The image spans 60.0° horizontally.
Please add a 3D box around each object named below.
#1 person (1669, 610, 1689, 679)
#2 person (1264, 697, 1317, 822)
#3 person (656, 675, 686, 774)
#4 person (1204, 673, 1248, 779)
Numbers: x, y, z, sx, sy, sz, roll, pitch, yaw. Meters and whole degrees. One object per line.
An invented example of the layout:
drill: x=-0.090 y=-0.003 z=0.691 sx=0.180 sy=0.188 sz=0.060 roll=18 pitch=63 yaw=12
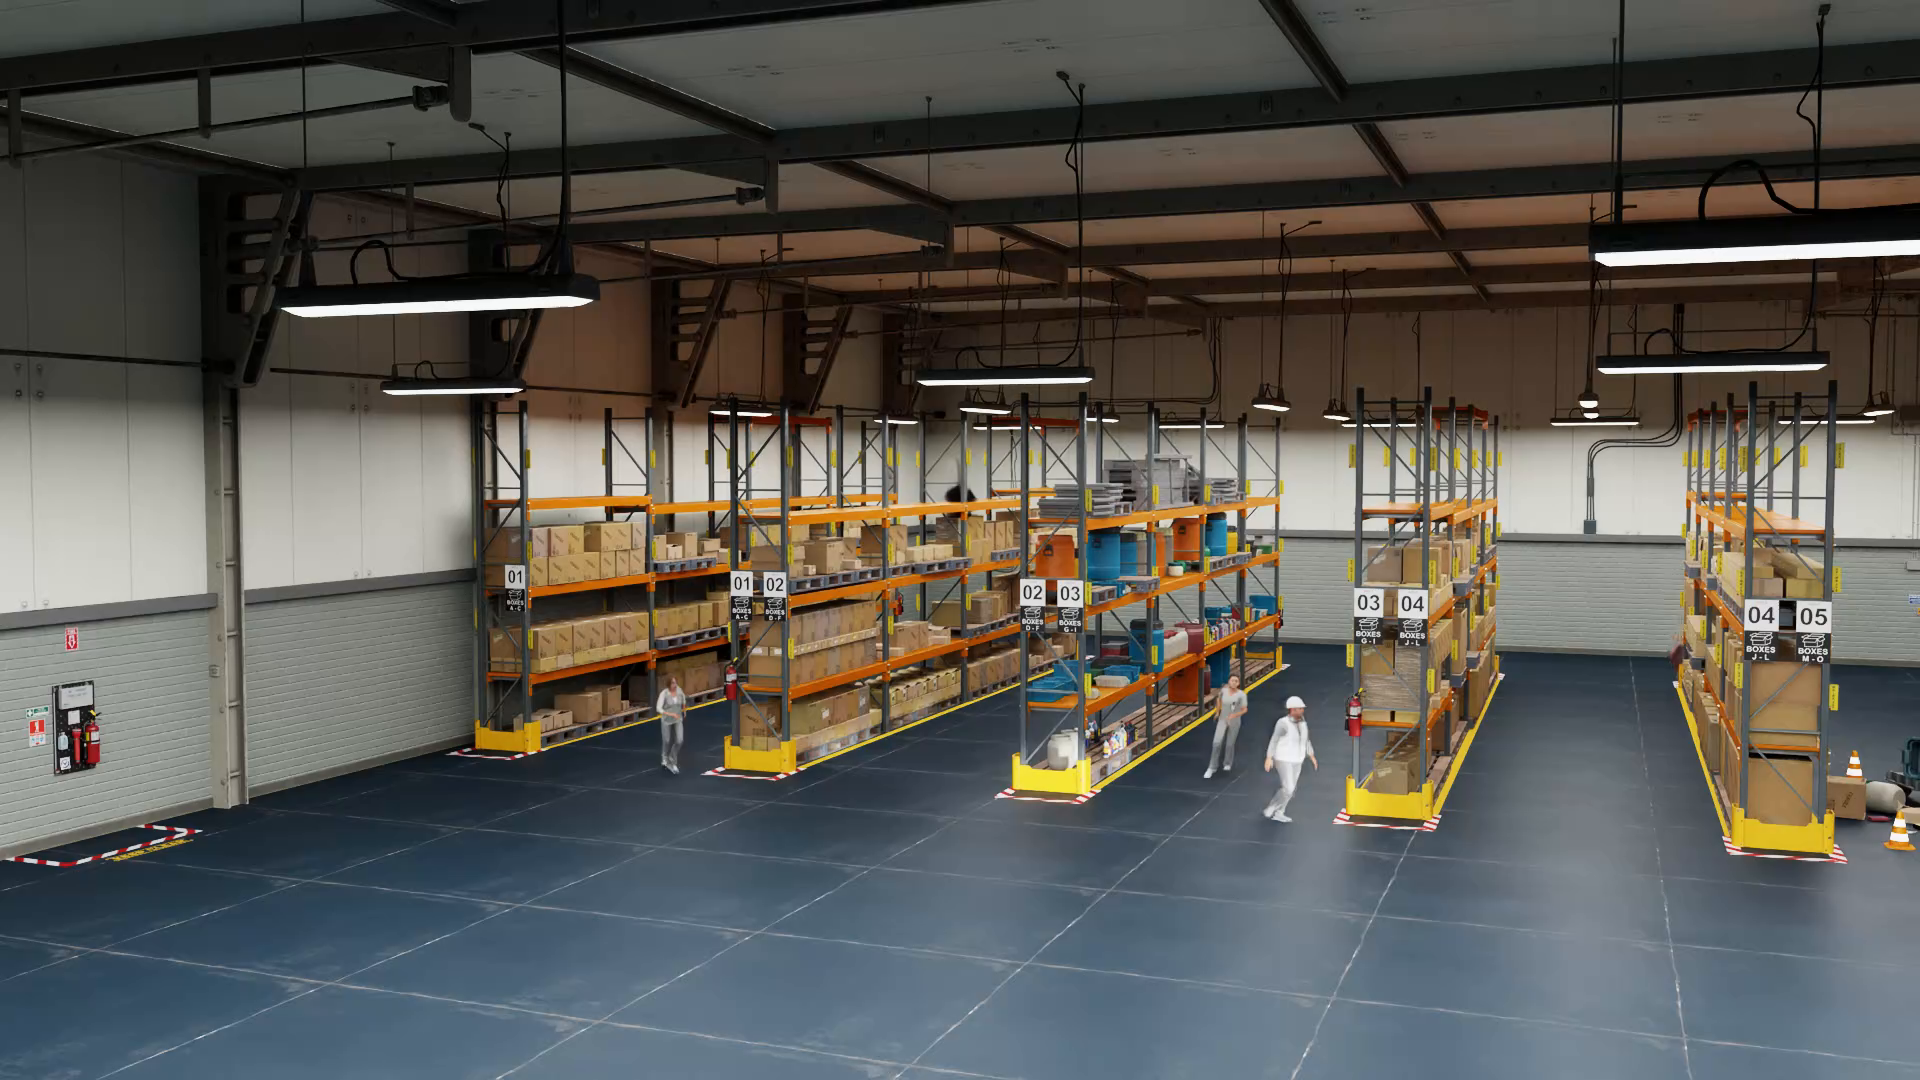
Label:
person: x=16.328 y=2.360 z=37.467 sx=0.613 sy=1.629 sz=0.621 roll=1 pitch=3 yaw=10
person: x=4.537 y=3.019 z=22.876 sx=0.667 sy=1.747 sz=0.538 roll=-2 pitch=3 yaw=-35
person: x=-4.638 y=2.931 z=26.645 sx=0.527 sy=1.591 sz=0.733 roll=-1 pitch=3 yaw=-22
person: x=4.215 y=2.890 z=26.116 sx=0.637 sy=1.646 sz=0.802 roll=1 pitch=3 yaw=20
